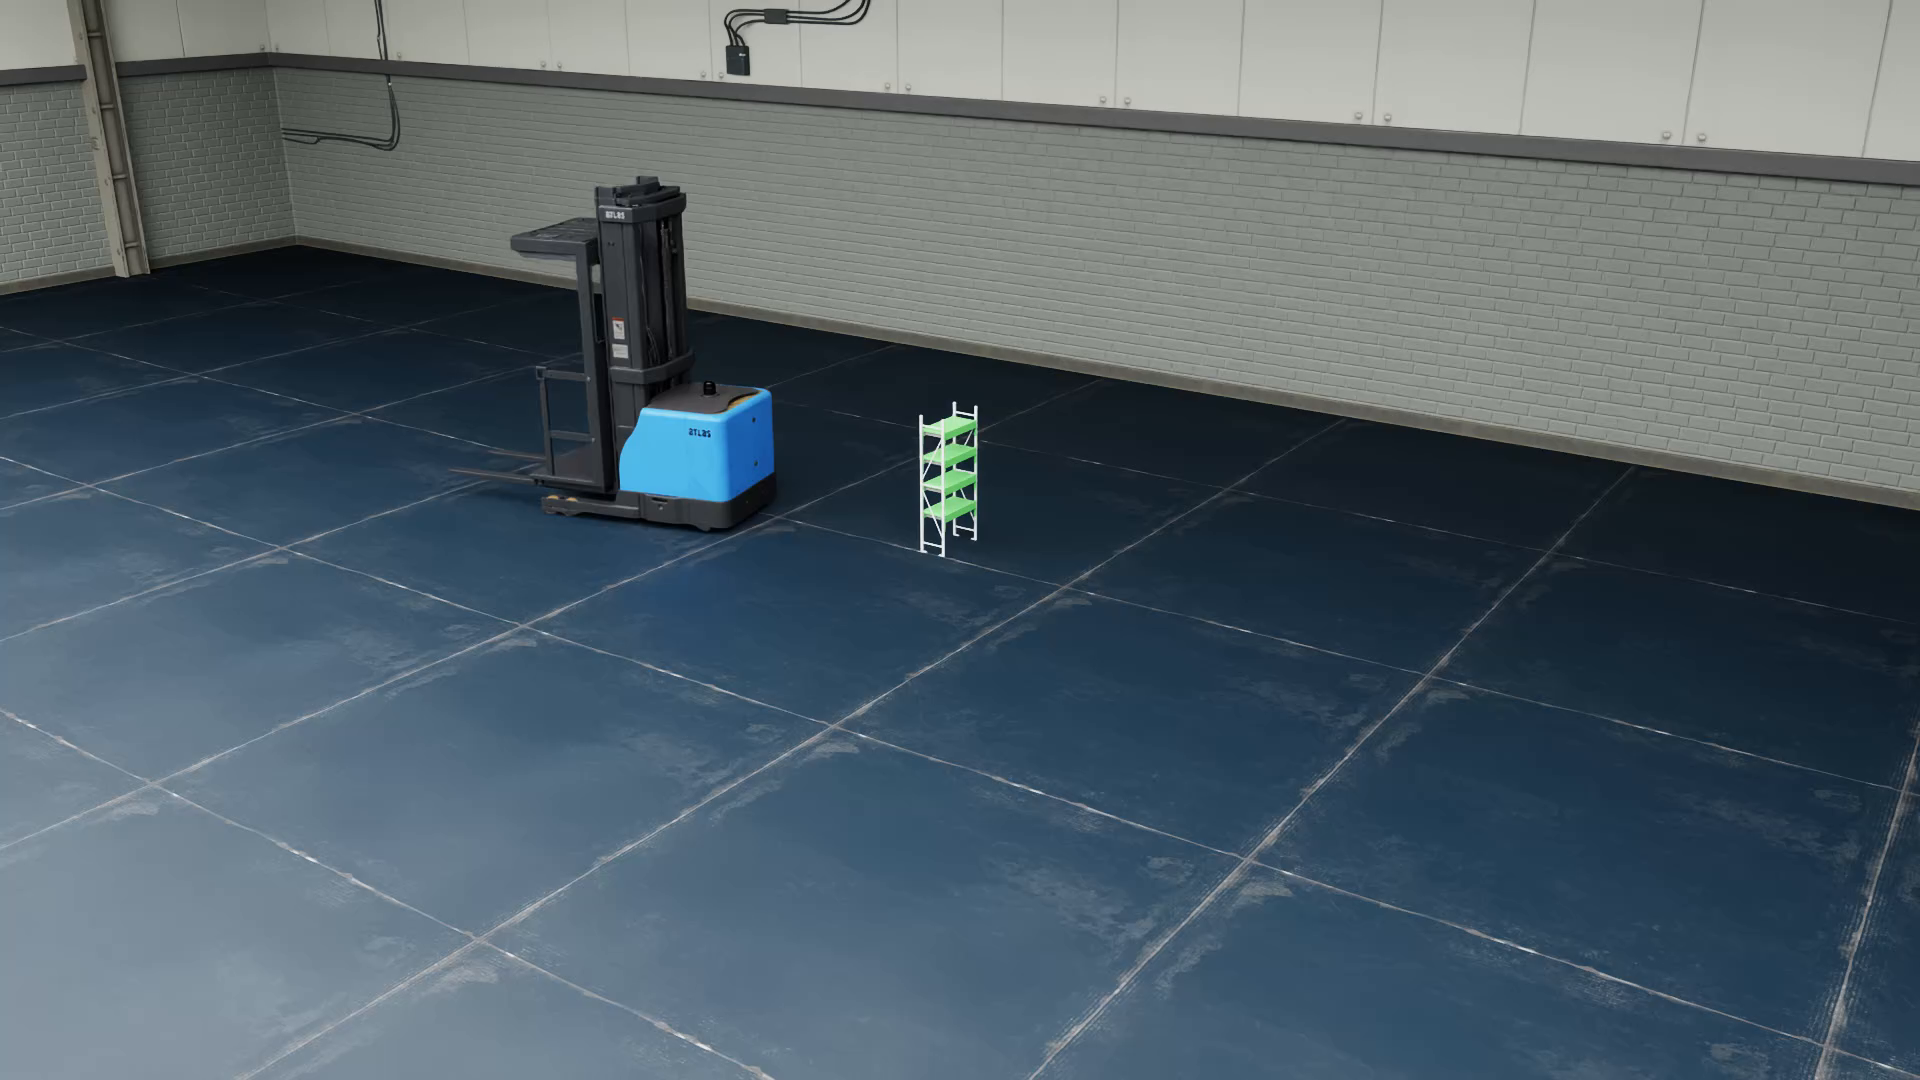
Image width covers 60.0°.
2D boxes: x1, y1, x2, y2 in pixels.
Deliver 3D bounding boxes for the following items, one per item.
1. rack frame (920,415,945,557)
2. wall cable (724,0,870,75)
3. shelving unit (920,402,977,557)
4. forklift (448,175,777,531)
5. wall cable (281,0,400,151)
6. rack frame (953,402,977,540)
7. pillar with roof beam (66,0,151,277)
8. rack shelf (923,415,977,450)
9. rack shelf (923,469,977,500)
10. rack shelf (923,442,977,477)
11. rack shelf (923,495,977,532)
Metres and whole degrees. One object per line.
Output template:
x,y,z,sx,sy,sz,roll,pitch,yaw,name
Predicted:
-0.230,-0.445,13.887,0.240,1.200,0.015,13,24,32,rack frame
-2.031,-8.602,19.796,2.305,6.003,0.169,13,24,32,wall cable
-0.093,-0.515,14.076,0.258,1.200,0.503,13,24,32,shelving unit
-3.256,-1.750,14.917,3.031,2.935,1.130,7,22,19,forklift
-9.873,-7.407,25.942,3.097,2.526,0.112,13,24,32,wall cable
0.044,-0.585,14.265,0.240,1.200,0.015,13,24,32,rack frame
-9.062,-7.436,21.545,9.100,9.000,0.400,13,24,32,pillar with roof beam
-0.093,-0.906,13.931,0.258,0.148,0.480,13,24,32,rack shelf
-0.093,-0.455,14.098,0.258,0.148,0.480,13,24,32,rack shelf
-0.093,-0.680,14.015,0.258,0.148,0.480,13,24,32,rack shelf
-0.093,-0.230,14.181,0.258,0.148,0.480,13,24,32,rack shelf
